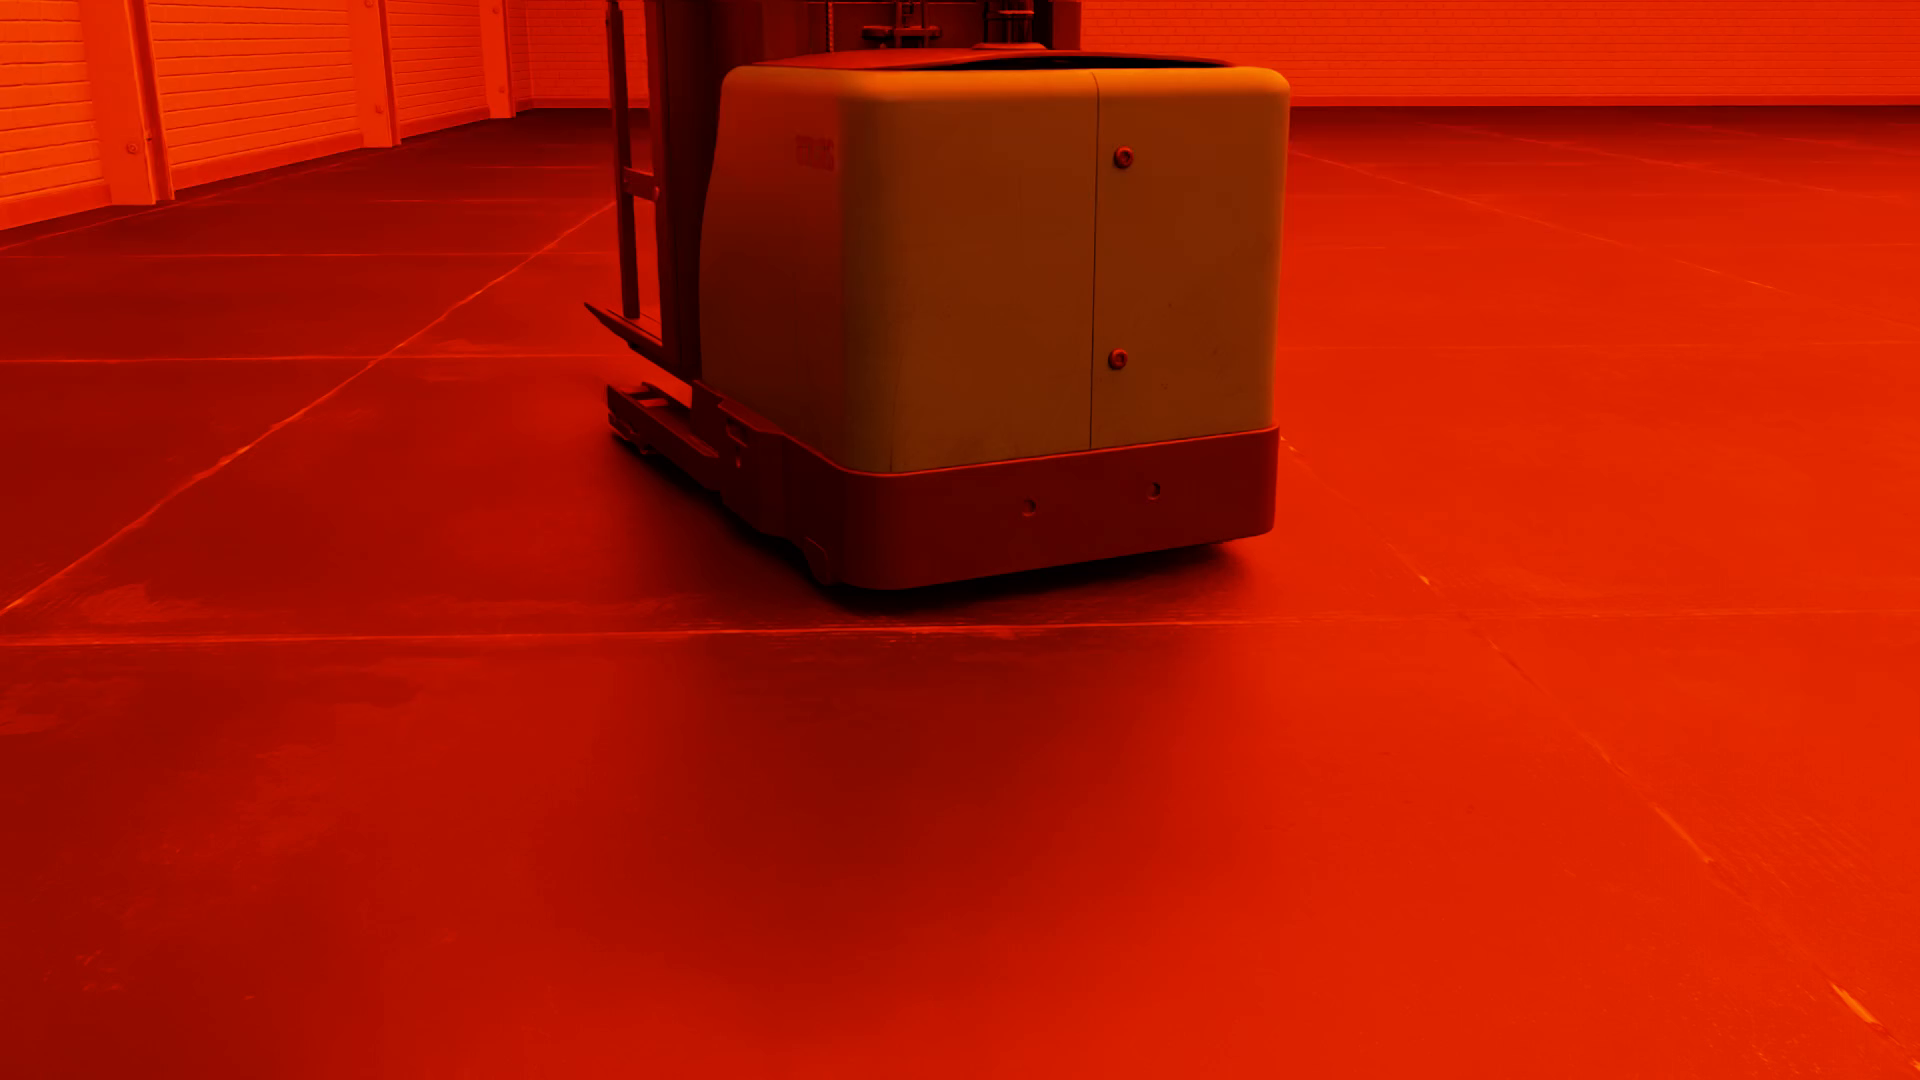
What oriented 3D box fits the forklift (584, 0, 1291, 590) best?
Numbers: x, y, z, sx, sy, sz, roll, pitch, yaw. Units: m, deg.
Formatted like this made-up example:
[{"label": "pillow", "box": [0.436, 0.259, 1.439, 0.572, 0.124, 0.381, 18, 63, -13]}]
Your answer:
[{"label": "forklift", "box": [-0.380, -1.686, 4.420, 1.130, 2.935, 3.031, -8, 19, -24]}]
